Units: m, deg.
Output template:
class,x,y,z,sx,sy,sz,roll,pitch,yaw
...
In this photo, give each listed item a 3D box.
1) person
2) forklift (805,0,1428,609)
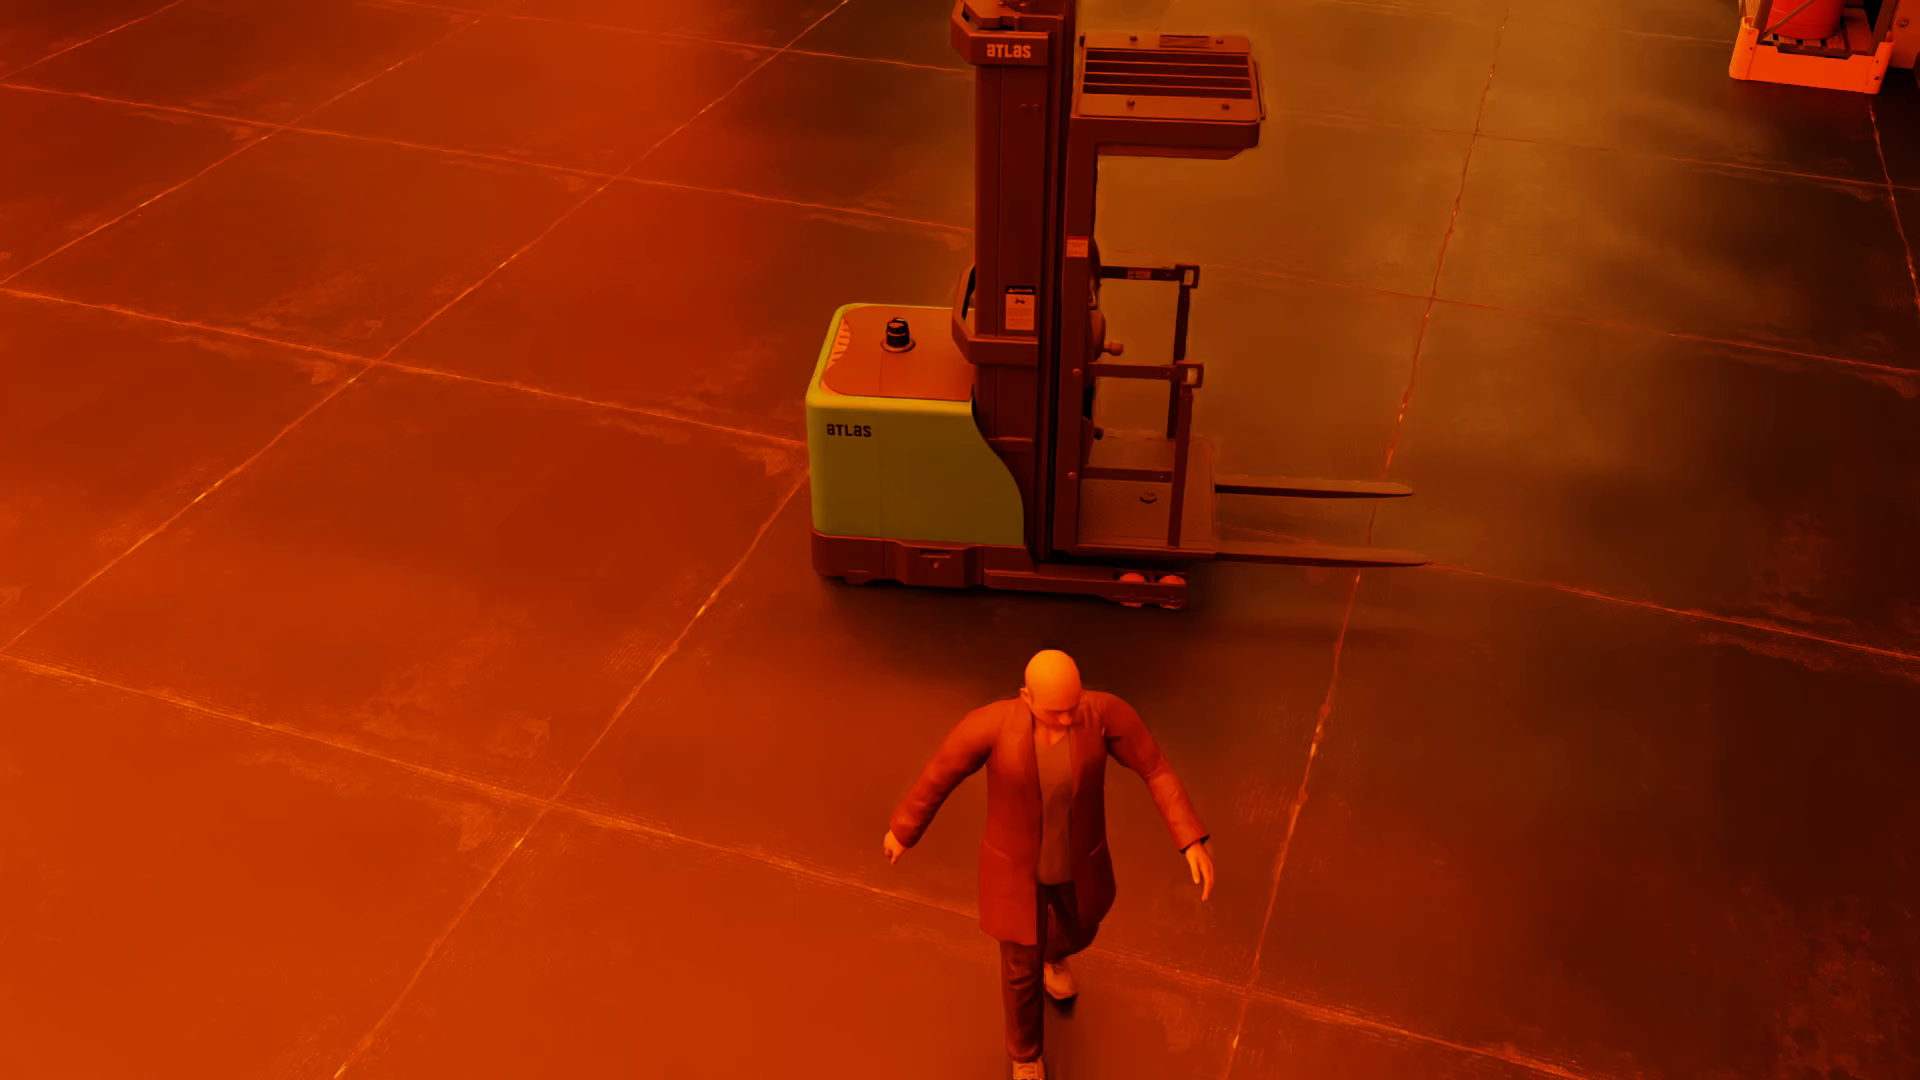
class,x,y,z,sx,sy,sz,roll,pitch,yaw
person,0.269,1.081,5.616,1.004,1.759,0.822,-6,36,-9
forklift,0.809,-1.180,7.775,3.031,2.935,1.130,3,35,5
